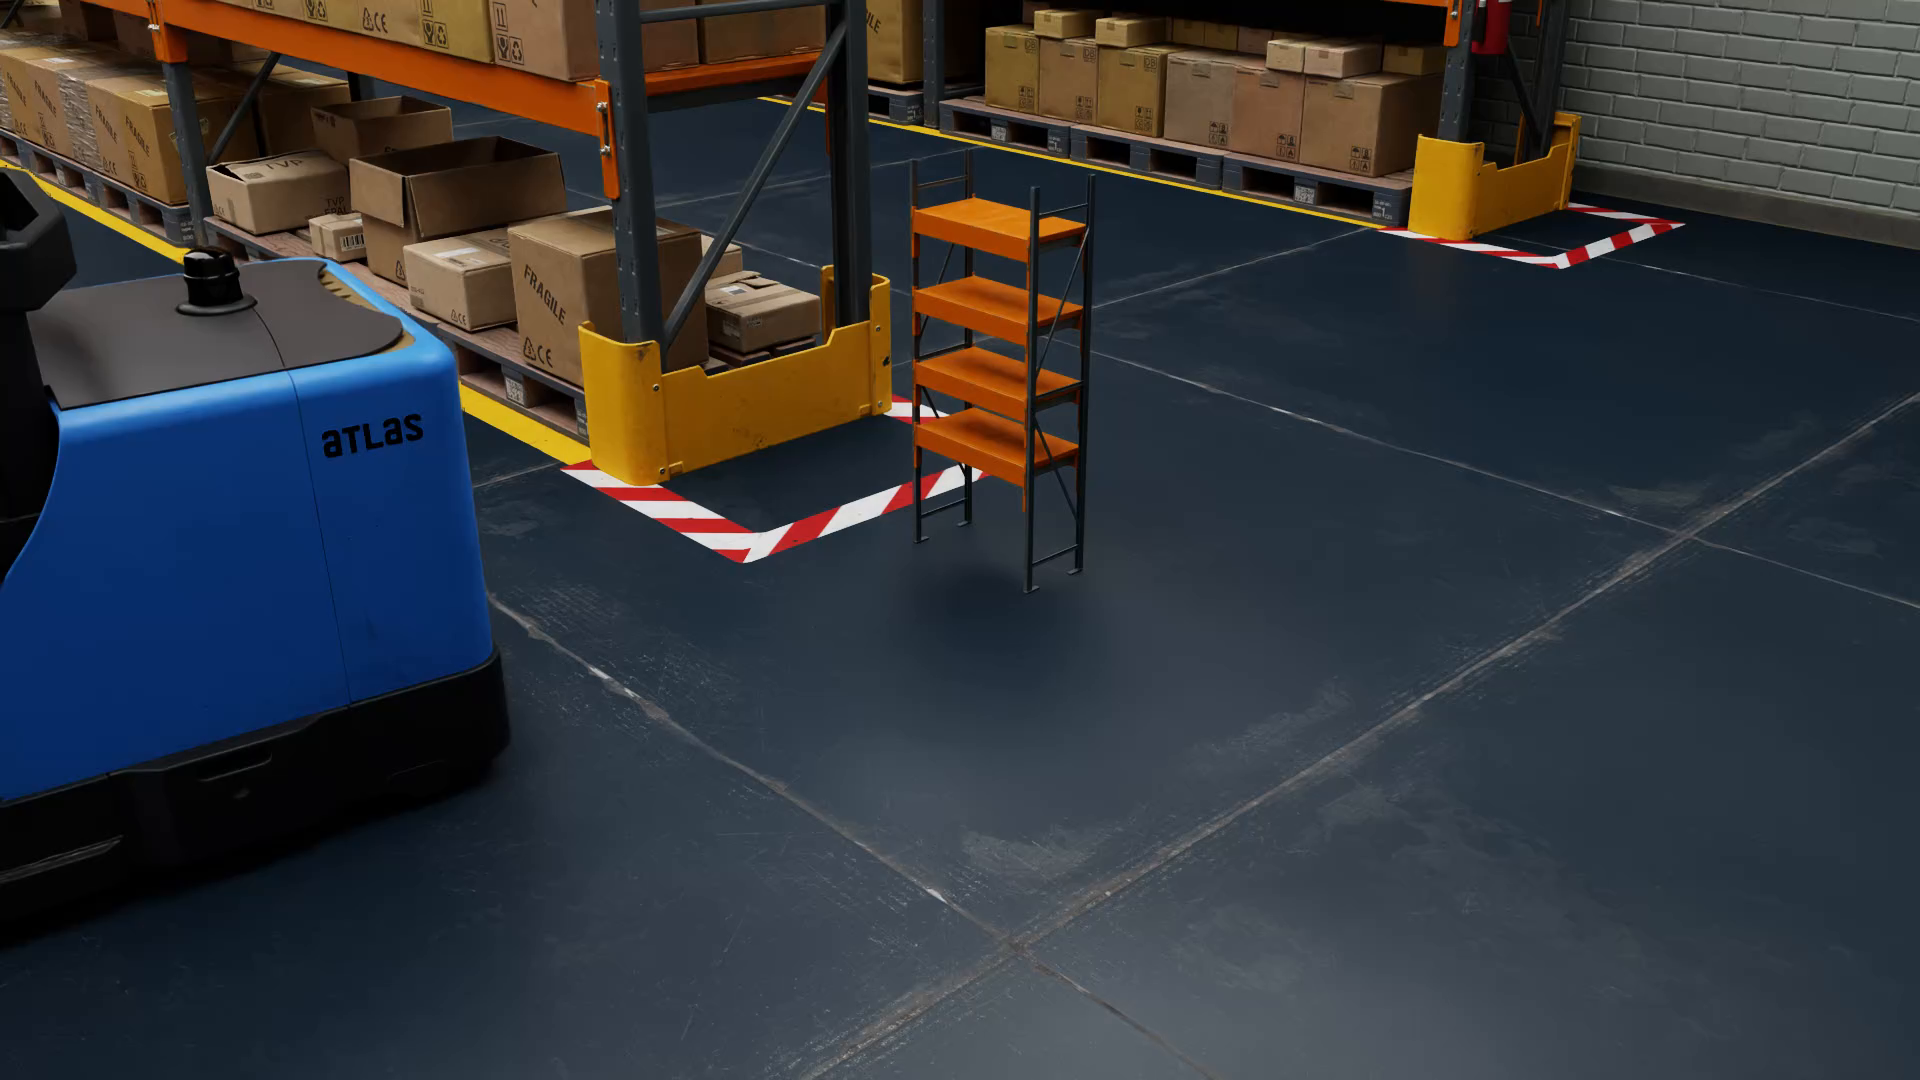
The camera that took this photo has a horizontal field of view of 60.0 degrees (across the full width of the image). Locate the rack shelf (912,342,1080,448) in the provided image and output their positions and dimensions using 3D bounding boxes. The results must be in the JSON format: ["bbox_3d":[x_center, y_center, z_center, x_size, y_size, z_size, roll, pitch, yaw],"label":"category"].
[{"bbox_3d":[0.113,-0.435,4.919,0.258,0.148,0.480,-21,32,-38],"label":"rack shelf"}]

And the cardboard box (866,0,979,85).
[{"bbox_3d":[-0.385,-3.722,11.878,0.750,0.750,0.750,-21,32,-38],"label":"cardboard box"}]

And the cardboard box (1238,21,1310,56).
[{"bbox_3d":[1.876,-2.994,9.924,0.380,0.149,0.250,-21,32,-38],"label":"cardboard box"}]

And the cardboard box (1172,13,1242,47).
[{"bbox_3d":[1.528,-3.149,10.262,0.380,0.149,0.250,-22,32,-39],"label":"cardboard box"}]

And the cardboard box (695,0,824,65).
[{"bbox_3d":[-0.836,-1.985,5.867,0.500,0.500,0.500,-20,32,-37],"label":"cardboard box"}]

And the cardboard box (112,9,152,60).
[{"bbox_3d":[-4.639,-3.017,9.827,0.500,0.250,0.500,-22,32,-39],"label":"cardboard box"}]

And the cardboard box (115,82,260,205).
[{"bbox_3d":[-4.006,-2.073,8.662,0.500,0.500,0.500,-21,32,-39],"label":"cardboard box"}]

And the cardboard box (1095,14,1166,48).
[{"bbox_3d":[1.048,-3.128,10.217,0.380,0.149,0.250,-22,33,-40],"label":"cardboard box"}]

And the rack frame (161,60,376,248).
[{"bbox_3d":[-3.459,-2.942,8.085,1.000,3.000,0.127,-21,32,-38],"label":"rack frame"}]

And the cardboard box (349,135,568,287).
[{"bbox_3d":[-2.171,-1.439,7.268,0.797,0.503,0.637,-21,32,-38],"label":"cardboard box"}]

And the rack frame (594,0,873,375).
[{"bbox_3d":[-0.725,-1.730,5.429,1.000,3.000,0.127,-21,32,-38],"label":"rack frame"}]

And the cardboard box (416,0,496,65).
[{"bbox_3d":[-1.587,-1.990,5.879,0.500,0.500,0.500,-21,32,-38],"label":"cardboard box"}]

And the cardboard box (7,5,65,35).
[{"bbox_3d":[-6.337,-3.591,11.639,0.500,0.311,0.500,-20,31,-37],"label":"cardboard box"}]

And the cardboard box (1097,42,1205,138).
[{"bbox_3d":[1.281,-2.837,10.361,0.700,0.500,0.500,-20,31,-37],"label":"cardboard box"}]

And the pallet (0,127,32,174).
[{"bbox_3d":[-5.710,-2.648,10.801,1.003,0.211,1.213,-21,32,-38],"label":"pallet"}]

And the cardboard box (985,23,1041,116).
[{"bbox_3d":[0.591,-3.147,11.039,0.700,0.500,0.500,-21,32,-38],"label":"cardboard box"}]

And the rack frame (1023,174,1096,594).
[{"bbox_3d":[0.280,-0.422,4.729,0.240,1.200,0.015,-21,32,-38],"label":"rack frame"}]

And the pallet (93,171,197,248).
[{"bbox_3d":[-4.043,-1.909,9.181,1.003,0.211,1.213,-21,32,-38],"label":"pallet"}]

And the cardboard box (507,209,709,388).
[{"bbox_3d":[-1.277,-0.888,6.064,0.500,0.500,0.500,-21,32,-38],"label":"cardboard box"}]

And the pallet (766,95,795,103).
[{"bbox_3d":[-1.266,-3.662,13.023,1.003,0.211,1.213,-21,32,-38],"label":"pallet"}]

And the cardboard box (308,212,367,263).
[{"bbox_3d":[-2.732,-1.406,7.600,0.380,0.166,0.250,-21,32,-38],"label":"cardboard box"}]

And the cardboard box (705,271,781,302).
[{"bbox_3d":[-0.931,-0.942,6.583,0.380,0.166,0.250,-21,32,-38],"label":"cardboard box"}]

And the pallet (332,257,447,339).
[{"bbox_3d":[-2.152,-1.095,7.397,1.003,0.211,1.213,-21,32,-38],"label":"pallet"}]

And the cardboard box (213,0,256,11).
[{"bbox_3d":[-2.957,-2.602,7.219,0.500,0.500,0.500,-21,32,-38],"label":"cardboard box"}]

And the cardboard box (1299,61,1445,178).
[{"bbox_3d":[2.337,-2.374,9.346,0.700,0.500,0.500,-21,32,-38],"label":"cardboard box"}]

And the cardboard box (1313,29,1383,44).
[{"bbox_3d":[2.221,-2.841,9.589,0.380,0.149,0.250,-21,32,-38],"label":"cardboard box"}]

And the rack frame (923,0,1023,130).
[{"bbox_3d":[0.154,-4.349,11.168,1.000,3.000,0.127,-21,32,-38],"label":"rack frame"}]

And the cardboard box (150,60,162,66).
[{"bbox_3d":[-4.321,-2.533,9.669,0.500,0.500,0.500,-21,32,-38],"label":"cardboard box"}]

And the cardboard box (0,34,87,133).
[{"bbox_3d":[-5.729,-2.841,10.345,0.500,0.500,0.500,22,33,40],"label":"cardboard box"}]

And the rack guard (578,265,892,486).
[{"bbox_3d":[-0.777,-0.616,5.998,1.175,0.500,0.348,-21,32,-38],"label":"rack guard"}]

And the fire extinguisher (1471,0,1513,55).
[{"bbox_3d":[2.654,-2.755,8.218,0.296,0.674,0.183,-21,32,-38],"label":"fire extinguisher"}]

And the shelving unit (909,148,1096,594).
[{"bbox_3d":[0.113,-0.496,4.891,0.258,1.200,0.503,-21,32,-38],"label":"shelving unit"}]

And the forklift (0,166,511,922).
[{"bbox_3d":[-2.588,-0.590,3.012,3.031,2.935,1.130,-16,29,-31],"label":"forklift"}]

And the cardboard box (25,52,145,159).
[{"bbox_3d":[-5.029,-2.531,9.665,0.500,0.500,0.500,22,33,40],"label":"cardboard box"}]

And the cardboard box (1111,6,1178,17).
[{"bbox_3d":[1.179,-3.303,10.601,0.380,0.149,0.250,-23,33,-40],"label":"cardboard box"}]

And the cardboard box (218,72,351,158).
[{"bbox_3d":[-3.612,-2.221,8.986,0.500,0.500,0.500,22,33,39],"label":"cardboard box"}]

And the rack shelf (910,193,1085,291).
[{"bbox_3d":[0.113,-0.853,4.728,0.258,0.148,0.480,-21,32,-38],"label":"rack shelf"}]

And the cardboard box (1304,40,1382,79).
[{"bbox_3d":[2.116,-2.657,9.183,0.380,0.149,0.250,-22,32,-39],"label":"cardboard box"}]

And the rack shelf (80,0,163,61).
[{"bbox_3d":[-4.826,-3.221,9.563,1.077,0.370,4.000,-21,32,-38],"label":"rack shelf"}]

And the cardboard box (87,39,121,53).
[{"bbox_3d":[-5.029,-2.843,10.350,0.500,0.500,0.500,22,33,40],"label":"cardboard box"}]

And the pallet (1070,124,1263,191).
[{"bbox_3d":[1.455,-2.458,10.383,1.003,0.211,1.213,-21,32,-38],"label":"pallet"}]
